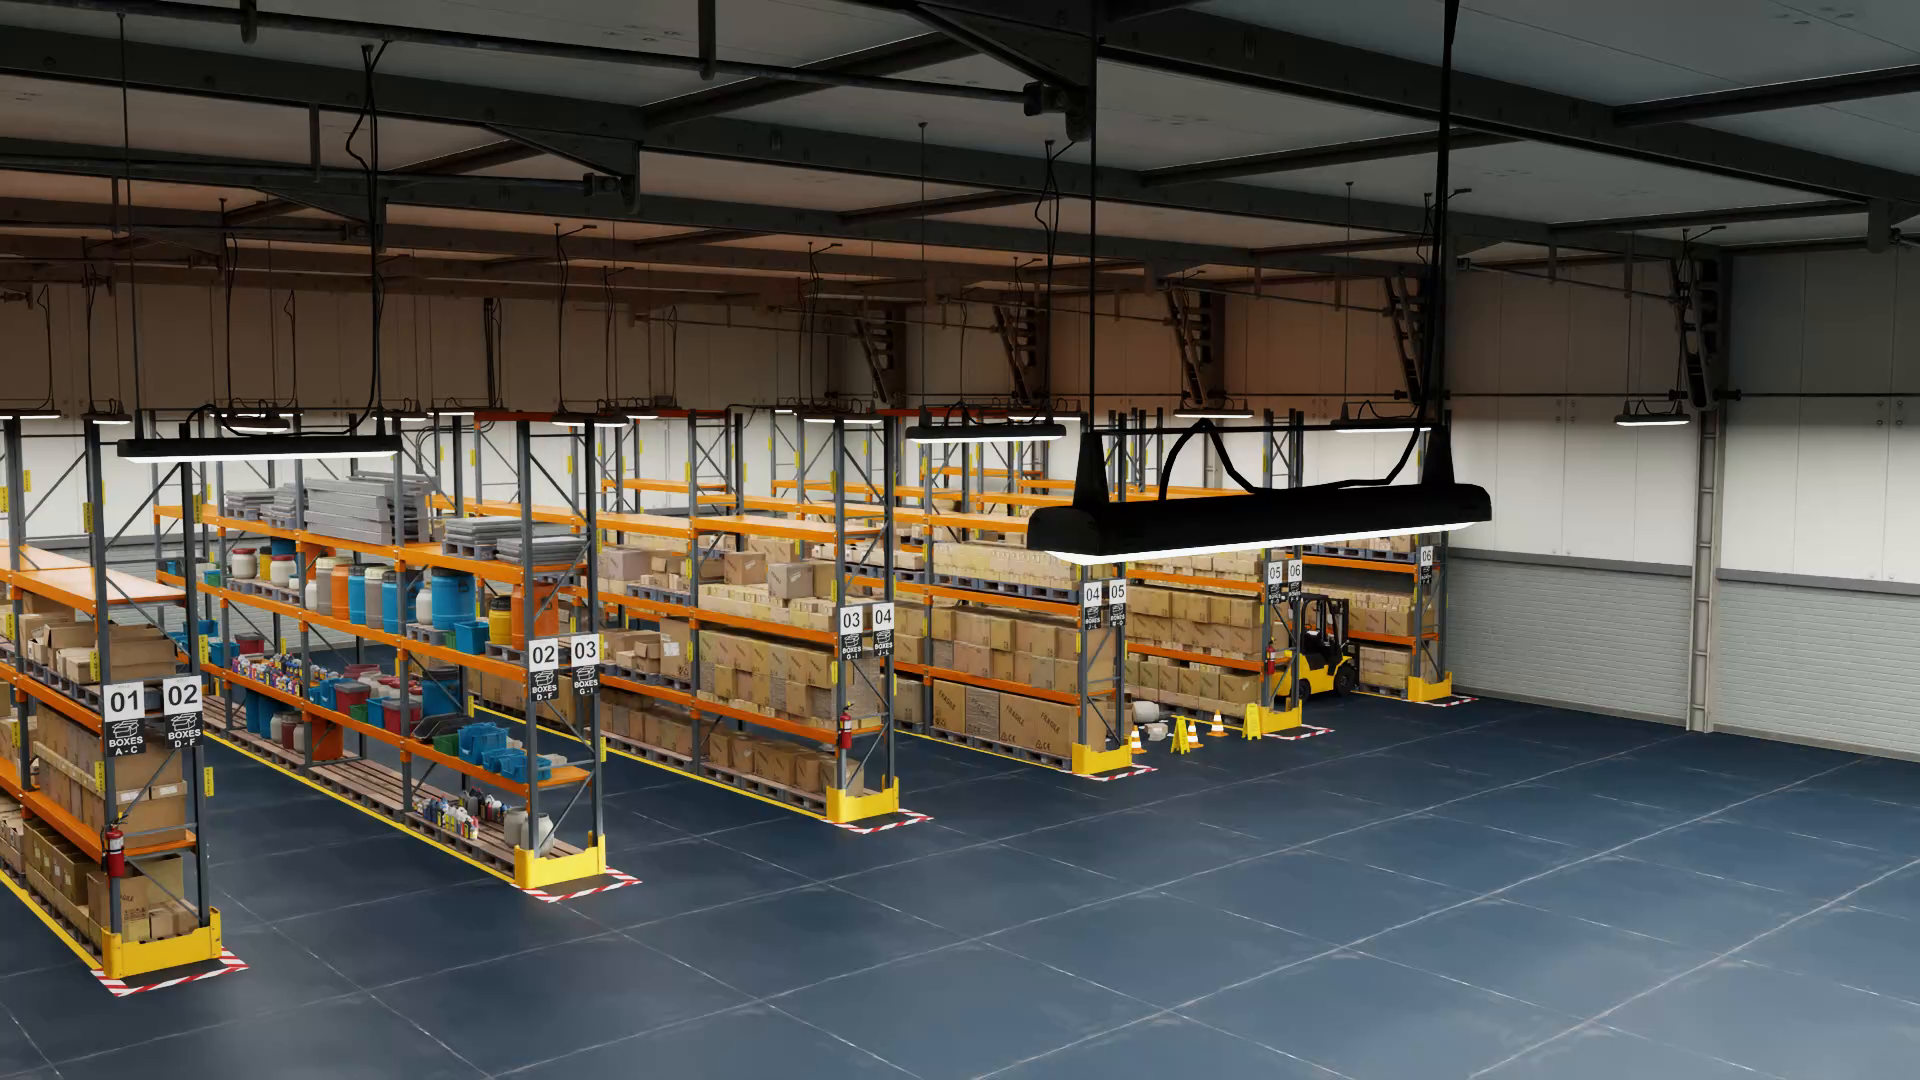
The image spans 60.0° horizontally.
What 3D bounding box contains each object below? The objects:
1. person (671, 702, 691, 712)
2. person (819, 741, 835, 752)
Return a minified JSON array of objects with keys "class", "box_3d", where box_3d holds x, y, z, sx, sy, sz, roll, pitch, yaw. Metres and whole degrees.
[{"class":"person","box_3d":[-5.355,2.678,32.219,0.567,1.711,0.625,-1,5,-13]},{"class":"person","box_3d":[-2.299,2.882,29.506,0.368,1.732,0.652,-2,5,-20]}]
